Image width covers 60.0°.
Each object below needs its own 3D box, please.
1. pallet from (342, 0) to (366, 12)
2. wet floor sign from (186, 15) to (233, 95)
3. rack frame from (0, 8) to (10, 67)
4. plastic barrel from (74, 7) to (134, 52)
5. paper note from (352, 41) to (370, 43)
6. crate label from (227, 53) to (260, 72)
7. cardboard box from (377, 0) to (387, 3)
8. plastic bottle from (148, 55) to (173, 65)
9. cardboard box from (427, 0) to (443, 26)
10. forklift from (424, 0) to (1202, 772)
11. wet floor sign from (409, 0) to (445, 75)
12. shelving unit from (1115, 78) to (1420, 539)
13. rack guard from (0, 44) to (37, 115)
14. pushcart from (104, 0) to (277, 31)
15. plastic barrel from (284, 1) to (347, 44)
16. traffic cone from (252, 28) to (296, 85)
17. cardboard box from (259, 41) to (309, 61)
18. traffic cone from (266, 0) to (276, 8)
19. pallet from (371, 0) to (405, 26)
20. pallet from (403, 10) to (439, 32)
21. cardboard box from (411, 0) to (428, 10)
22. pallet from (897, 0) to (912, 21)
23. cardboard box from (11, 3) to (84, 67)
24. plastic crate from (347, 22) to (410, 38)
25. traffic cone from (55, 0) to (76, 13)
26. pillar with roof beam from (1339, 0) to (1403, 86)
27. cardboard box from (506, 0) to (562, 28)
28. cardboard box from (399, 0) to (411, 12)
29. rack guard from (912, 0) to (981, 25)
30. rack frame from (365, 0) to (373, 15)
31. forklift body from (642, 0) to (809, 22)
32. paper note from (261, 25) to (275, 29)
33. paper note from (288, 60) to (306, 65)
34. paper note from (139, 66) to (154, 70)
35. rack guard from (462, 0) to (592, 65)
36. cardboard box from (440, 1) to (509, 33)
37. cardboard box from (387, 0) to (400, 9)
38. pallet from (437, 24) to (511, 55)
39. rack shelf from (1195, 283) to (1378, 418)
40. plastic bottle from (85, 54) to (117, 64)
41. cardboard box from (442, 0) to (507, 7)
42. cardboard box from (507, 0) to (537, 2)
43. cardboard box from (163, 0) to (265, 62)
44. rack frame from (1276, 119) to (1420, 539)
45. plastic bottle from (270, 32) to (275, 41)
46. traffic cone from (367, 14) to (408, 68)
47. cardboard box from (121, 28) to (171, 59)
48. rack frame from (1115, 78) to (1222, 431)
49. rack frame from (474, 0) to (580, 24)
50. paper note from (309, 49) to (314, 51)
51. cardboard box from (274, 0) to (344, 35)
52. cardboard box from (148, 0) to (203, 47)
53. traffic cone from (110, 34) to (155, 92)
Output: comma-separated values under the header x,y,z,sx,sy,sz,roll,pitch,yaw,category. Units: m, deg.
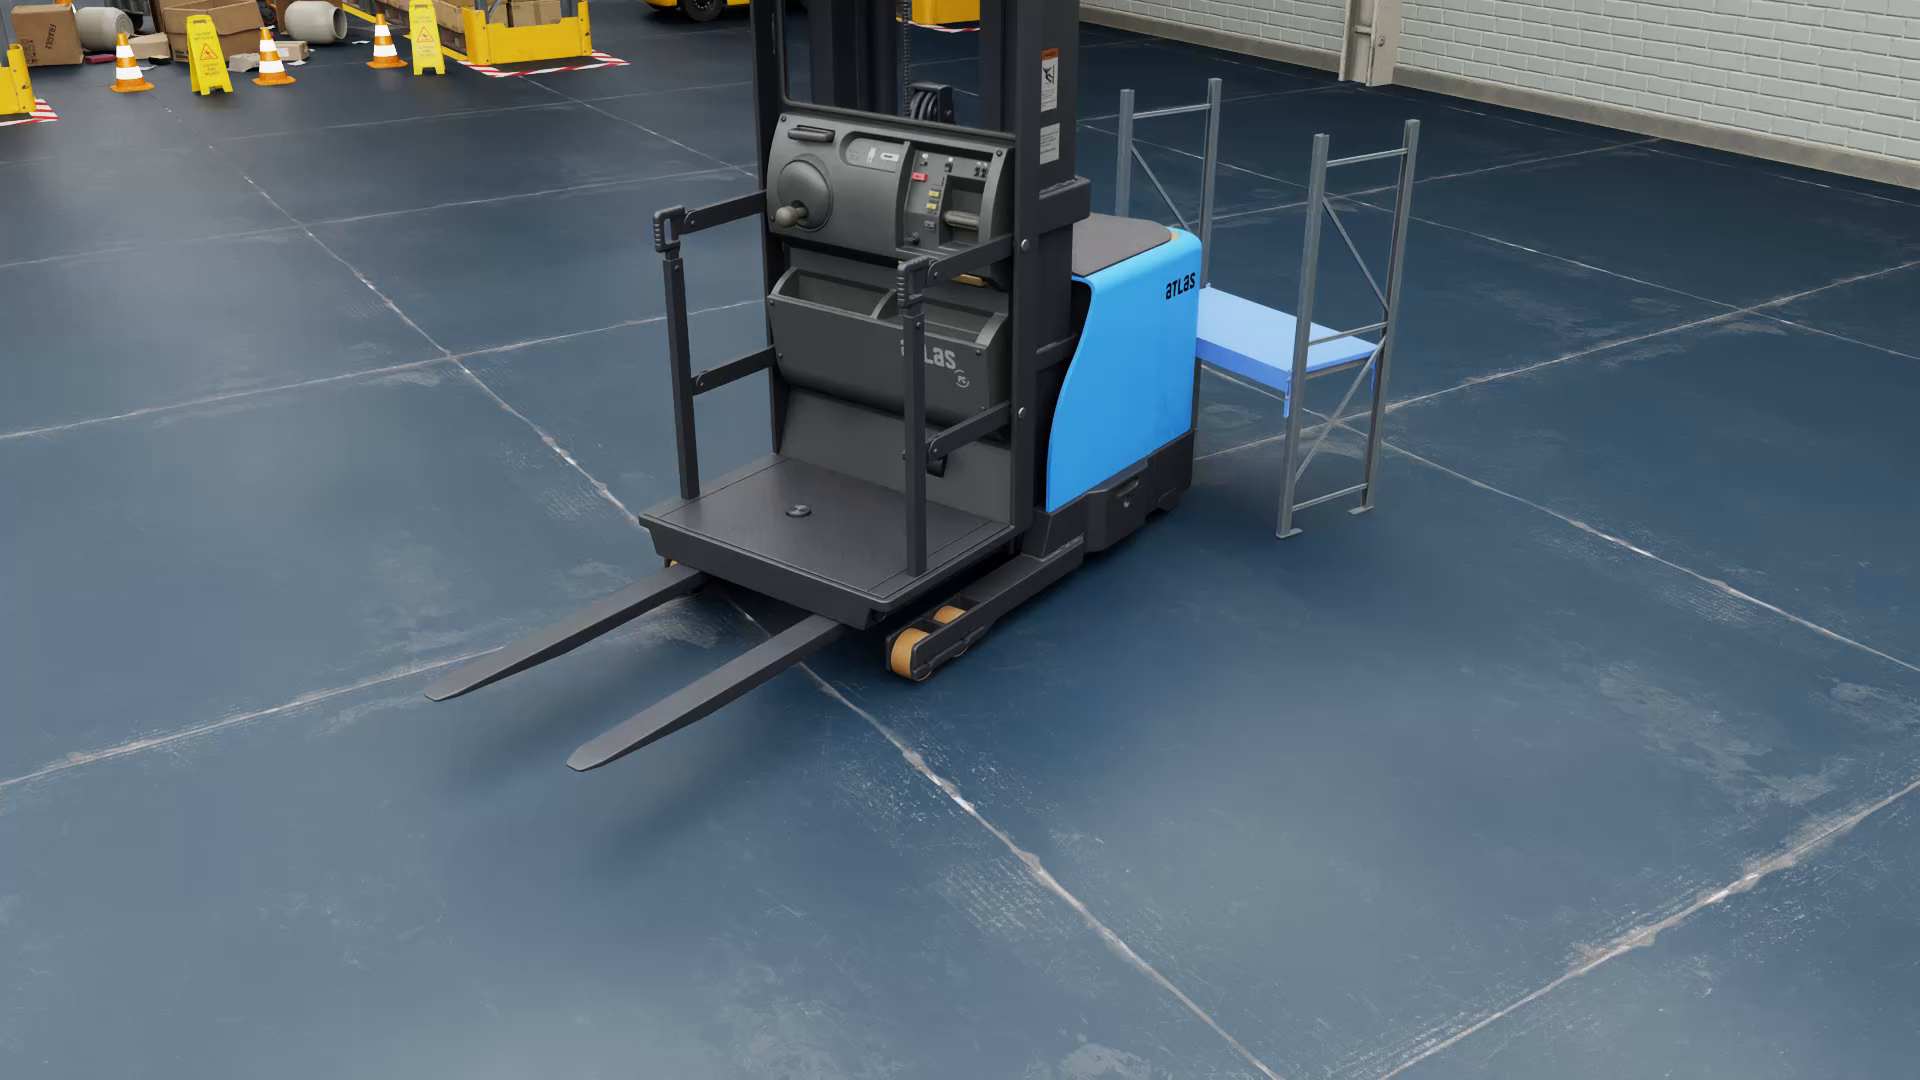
x,y,z,sx,sy,sz,roll,pitch,yaw,category
-6.748,-6.476,19.720,1.003,0.211,1.213,-16,29,-30,pallet
-6.556,-4.224,14.443,0.267,0.644,0.232,-22,33,-38,wet floor sign
-8.230,-4.838,12.985,1.000,3.000,0.127,-16,29,-30,rack frame
-8.509,-5.055,16.463,0.512,0.421,0.421,3,25,6,plastic barrel
-6.132,-5.104,17.026,0.148,0.019,0.142,18,31,33,paper note
-6.679,-4.473,15.564,0.298,0.136,0.250,12,28,24,crate label
-6.226,-6.131,18.453,0.500,0.250,0.500,-17,30,-32,cardboard box
-7.672,-4.599,15.921,0.283,0.061,0.133,18,31,33,plastic bottle
-5.081,-5.388,16.878,0.500,0.250,0.500,-15,29,-29,cardboard box
-0.373,-1.112,5.173,1.130,2.935,3.031,18,31,33,forklift
-4.931,-4.646,15.335,0.267,0.644,0.232,-6,26,-12,wet floor sign
1.117,-0.925,6.448,0.538,1.500,1.048,-16,30,-31,shelving unit
-8.217,-3.699,13.500,1.175,0.500,0.348,-16,29,-30,rack guard
-8.205,-5.723,17.932,0.936,0.377,1.648,18,31,33,pushcart
-6.534,-5.249,16.872,0.512,0.421,0.421,3,25,6,plastic barrel
-6.198,-4.353,14.930,0.336,0.463,0.334,-16,29,-30,traffic cone
-6.546,-4.736,16.109,0.380,0.149,0.250,-1,25,-3,cardboard box
-8.172,-6.429,19.325,0.336,0.463,0.334,-16,29,-30,traffic cone
-5.926,-5.965,18.639,1.003,0.211,1.213,-16,29,-30,pallet
-5.255,-5.529,17.714,1.003,0.211,1.213,-16,29,-30,pallet
-5.371,-5.574,17.272,0.500,0.250,0.500,-17,30,-31,cardboard box
-0.434,-6.189,19.112,1.003,0.211,1.213,-16,29,-30,pallet
-8.707,-4.823,15.879,0.500,0.500,0.500,-10,27,-21,cardboard box
-6.152,-5.386,17.564,0.583,0.080,0.402,18,31,33,plastic crate
-9.881,-5.953,18.318,0.336,0.463,0.334,-16,29,-30,traffic cone
0.062,-7.208,10.979,9.100,9.000,0.400,-16,29,-30,pillar with roof beam
-4.347,-5.327,16.750,0.500,0.250,0.500,-16,30,-30,cardboard box
-5.633,-5.754,17.653,0.500,0.250,0.500,-16,30,-30,cardboard box
0.032,-6.047,18.473,1.175,0.500,0.348,-16,29,-30,rack guard
-6.322,-7.458,18.536,1.000,3.000,0.127,-16,29,-30,rack frame
-2.545,-7.055,18.675,2.313,2.155,1.214,-16,29,-30,forklift body
-7.462,-5.529,17.926,0.148,0.019,0.142,-16,29,-30,paper note
-6.322,-4.559,15.872,0.142,0.019,0.148,18,31,33,paper note
-7.641,-4.436,15.613,0.144,0.017,0.142,-6,26,-12,paper note
-4.180,-4.925,16.096,1.175,0.500,0.348,-16,29,-30,rack guard
-4.818,-5.209,16.500,0.500,0.250,0.500,-16,29,-30,cardboard box
-5.925,-5.943,18.054,0.500,0.250,0.500,-14,29,-27,cardboard box
-4.594,-5.093,16.791,1.003,0.211,1.213,-16,29,-30,pallet
1.116,-0.762,6.524,0.538,0.185,1.000,-16,30,-31,rack shelf
-8.239,-4.628,15.981,0.133,0.061,0.283,18,31,33,plastic bottle
-4.794,-5.539,16.320,0.500,0.500,0.500,-15,29,-29,cardboard box
-4.360,-5.675,16.608,0.500,0.500,0.500,-17,30,-31,cardboard box
-7.218,-4.937,16.119,0.637,0.503,0.797,7,26,15,cardboard box
1.408,-0.747,6.071,0.500,1.500,0.032,-16,30,-31,rack frame
-7.189,-5.231,17.259,0.133,0.061,0.283,-10,27,-21,plastic bottle
-5.454,-4.734,15.735,0.336,0.463,0.334,-16,29,-30,traffic cone
-7.933,-4.847,16.206,0.396,0.266,0.258,-10,27,-21,cardboard box
0.826,-1.103,6.825,0.500,1.500,0.032,-16,30,-31,rack frame
-4.138,-6.028,15.505,1.000,3.000,0.127,-16,29,-30,rack frame
-6.474,-4.892,16.602,0.032,0.001,0.123,-16,29,-30,paper note
-6.877,-5.629,17.585,0.500,0.500,0.500,3,25,6,cardboard box
-7.736,-5.331,16.794,0.797,0.637,0.503,-16,29,-30,cardboard box
-7.331,-4.212,14.630,0.336,0.463,0.334,-16,29,-30,traffic cone
